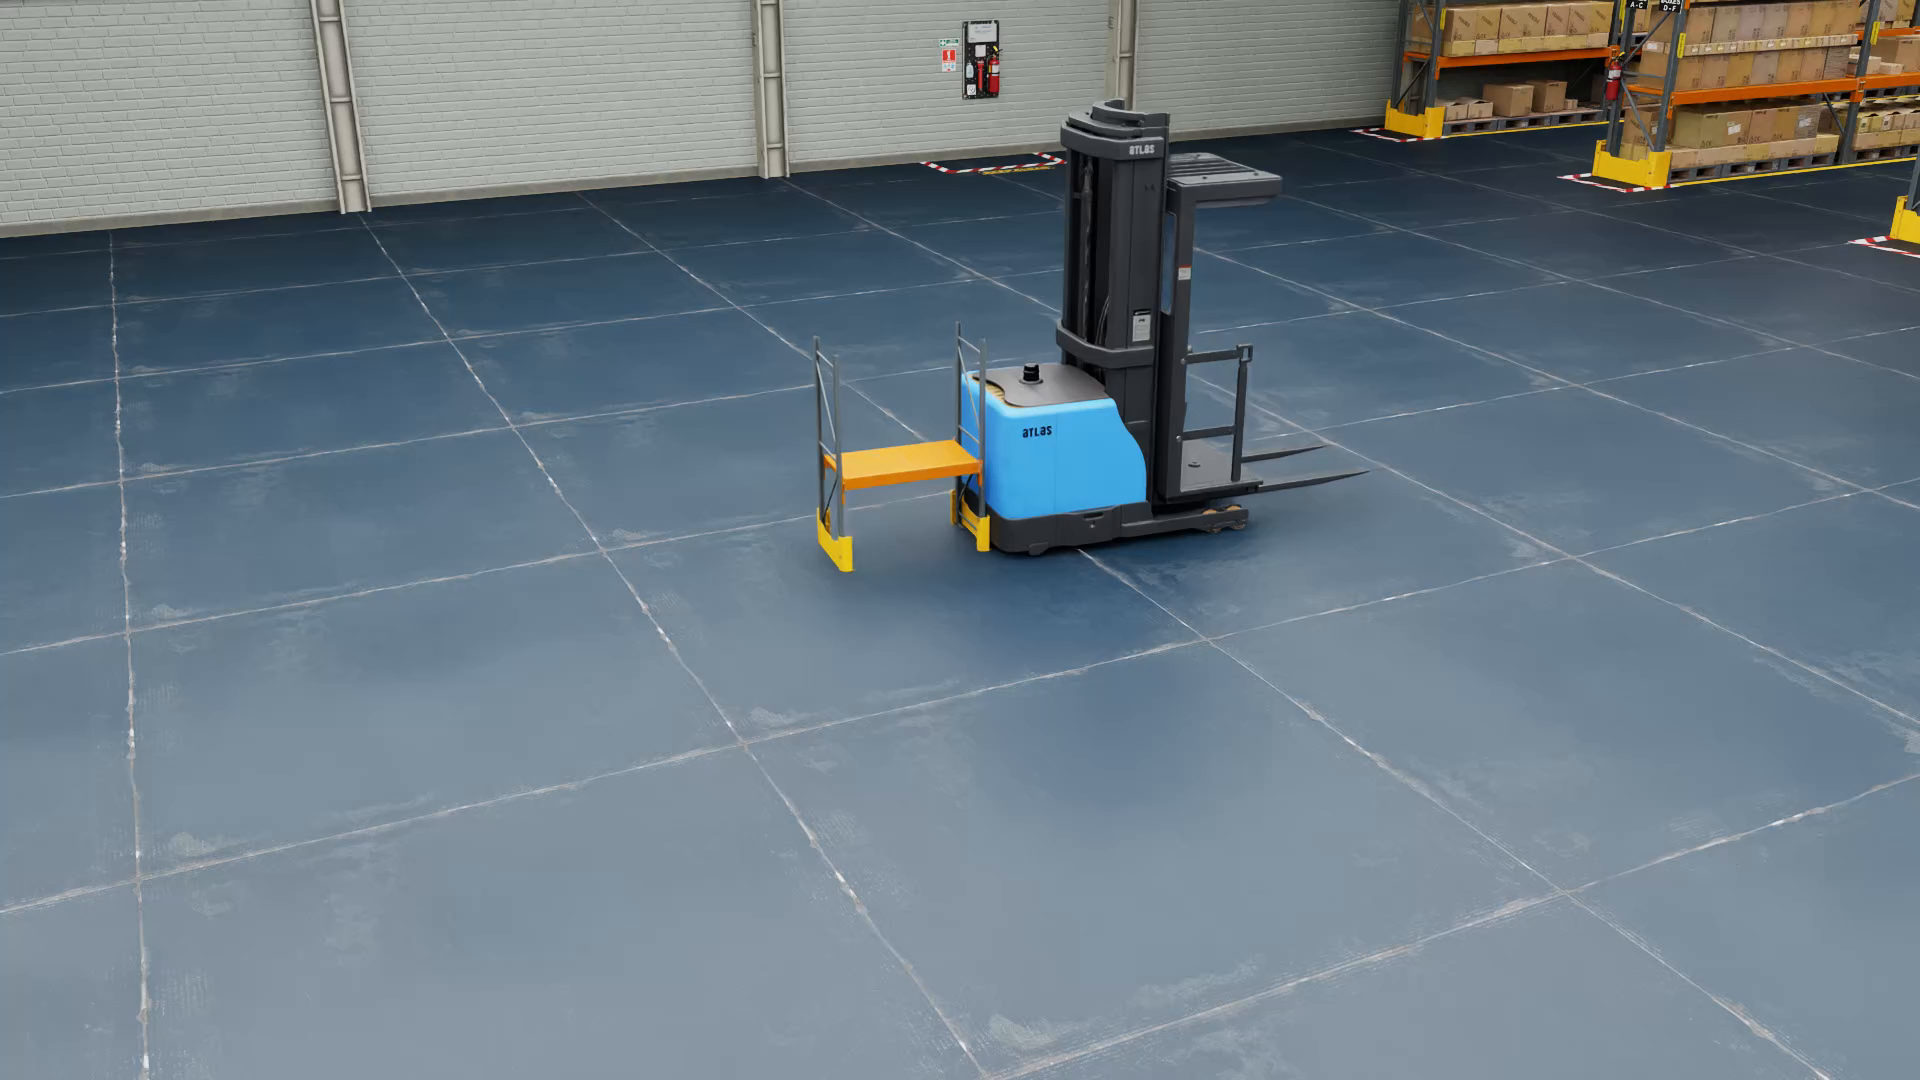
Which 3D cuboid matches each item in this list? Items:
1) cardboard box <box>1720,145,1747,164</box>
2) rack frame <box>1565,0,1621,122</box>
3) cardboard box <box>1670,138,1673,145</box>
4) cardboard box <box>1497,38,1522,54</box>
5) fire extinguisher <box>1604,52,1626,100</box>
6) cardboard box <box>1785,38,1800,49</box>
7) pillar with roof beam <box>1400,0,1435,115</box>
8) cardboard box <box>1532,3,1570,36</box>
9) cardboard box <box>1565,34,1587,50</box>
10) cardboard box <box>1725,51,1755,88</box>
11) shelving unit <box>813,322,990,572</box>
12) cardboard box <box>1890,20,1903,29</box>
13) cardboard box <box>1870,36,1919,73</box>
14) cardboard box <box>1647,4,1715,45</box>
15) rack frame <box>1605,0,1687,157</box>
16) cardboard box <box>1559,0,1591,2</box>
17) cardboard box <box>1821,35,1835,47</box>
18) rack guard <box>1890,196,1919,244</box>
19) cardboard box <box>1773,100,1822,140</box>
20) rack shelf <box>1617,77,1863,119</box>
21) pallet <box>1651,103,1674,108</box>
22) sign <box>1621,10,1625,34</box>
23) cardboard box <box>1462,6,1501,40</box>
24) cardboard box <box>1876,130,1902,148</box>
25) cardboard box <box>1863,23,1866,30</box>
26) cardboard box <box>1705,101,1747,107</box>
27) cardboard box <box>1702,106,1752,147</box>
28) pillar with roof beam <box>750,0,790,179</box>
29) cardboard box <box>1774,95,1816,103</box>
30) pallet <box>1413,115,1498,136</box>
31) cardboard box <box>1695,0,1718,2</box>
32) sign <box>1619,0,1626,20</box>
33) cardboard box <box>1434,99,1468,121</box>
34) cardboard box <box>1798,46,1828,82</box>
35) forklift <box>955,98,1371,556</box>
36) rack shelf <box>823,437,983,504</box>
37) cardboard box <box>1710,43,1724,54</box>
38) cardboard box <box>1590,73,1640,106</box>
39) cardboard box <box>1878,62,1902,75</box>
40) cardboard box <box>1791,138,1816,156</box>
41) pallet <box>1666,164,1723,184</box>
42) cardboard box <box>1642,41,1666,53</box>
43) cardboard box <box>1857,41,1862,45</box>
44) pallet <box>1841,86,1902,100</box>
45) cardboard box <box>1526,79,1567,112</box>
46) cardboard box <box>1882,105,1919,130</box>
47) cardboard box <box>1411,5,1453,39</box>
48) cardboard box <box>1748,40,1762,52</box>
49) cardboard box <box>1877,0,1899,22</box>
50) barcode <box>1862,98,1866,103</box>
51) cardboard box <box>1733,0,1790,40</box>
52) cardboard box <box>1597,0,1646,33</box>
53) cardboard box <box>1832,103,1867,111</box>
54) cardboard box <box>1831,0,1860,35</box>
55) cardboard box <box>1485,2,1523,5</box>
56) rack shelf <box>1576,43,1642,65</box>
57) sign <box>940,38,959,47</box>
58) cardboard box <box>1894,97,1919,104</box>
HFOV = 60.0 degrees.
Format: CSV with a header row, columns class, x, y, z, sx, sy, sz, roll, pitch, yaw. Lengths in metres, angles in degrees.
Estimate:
class,x,y,z,sx,sy,sz,roll,pitch,yaw
cardboard box,11.397,-5.819,24.931,0.500,0.250,0.500,-10,25,-24
rack frame,11.370,-9.086,29.778,0.127,3.000,1.000,-10,25,-24
cardboard box,10.718,-5.917,25.169,0.500,0.250,0.500,-10,25,-24
cardboard box,9.266,-8.507,28.550,0.500,0.250,0.500,-11,25,-24
fire extinguisher,9.609,-6.821,24.407,0.183,0.674,0.296,-10,25,-24
cardboard box,12.225,-7.396,24.717,0.250,0.149,0.380,-10,24,-22
pillar with roof beam,9.888,-10.125,24.444,0.400,9.000,9.100,-10,25,-24
cardboard box,10.172,-9.023,28.815,0.500,0.500,0.500,-11,25,-25
cardboard box,10.622,-8.763,29.168,0.500,0.250,0.500,-10,25,-23
cardboard box,11.264,-7.004,24.618,0.500,0.500,0.700,-10,25,-23
shelving unit,-0.396,-0.650,11.360,1.083,1.500,0.587,-8,24,-19
cardboard box,18.179,-10.102,32.536,0.250,0.149,0.380,-10,24,-23
cardboard box,14.695,-7.635,26.141,0.500,0.500,0.500,-9,24,-20
cardboard box,10.391,-7.443,23.983,0.500,0.500,0.700,-10,25,-23
rack frame,9.917,-6.716,24.052,0.127,3.000,1.000,-10,25,-24
cardboard box,10.856,-9.366,29.645,0.500,0.500,0.500,-11,25,-25
cardboard box,12.911,-7.522,25.020,0.250,0.149,0.380,-11,25,-25
rack guard,12.110,-3.882,20.475,0.348,0.500,1.175,-10,25,-24
cardboard box,12.743,-6.418,25.399,0.500,0.500,0.500,-10,25,-24
rack shelf,11.719,-6.715,24.991,4.000,0.370,1.077,-10,25,-24
pallet,13.171,-8.131,31.117,1.213,0.211,1.003,-10,25,-24
sign,9.694,-7.550,24.243,0.005,0.325,0.100,-10,25,-24
cardboard box,8.776,-8.763,28.187,0.500,0.500,0.500,-10,25,-23
cardboard box,14.454,-6.369,26.260,0.500,0.250,0.500,-10,24,-22
cardboard box,17.465,-9.993,32.272,0.250,0.149,0.380,-10,25,-24
cardboard box,11.617,-6.431,25.429,0.500,0.500,0.500,-10,25,-24
cardboard box,11.392,-6.169,24.797,0.500,0.500,0.500,-10,25,-24
pillar with roof beam,-0.925,-8.134,19.636,0.400,9.000,9.100,-10,25,-24
cardboard box,12.968,-6.680,26.032,0.500,0.500,0.500,-10,25,-24
pallet,8.581,-7.269,29.035,1.213,0.211,1.003,-10,25,-24
cardboard box,13.442,-9.703,30.563,0.500,0.500,0.700,-10,25,-24
sign,11.612,-9.300,29.164,0.005,0.325,0.100,-10,25,-24
cardboard box,8.428,-7.467,28.808,0.500,0.311,0.500,-14,26,-30
cardboard box,12.652,-7.260,25.236,0.500,0.500,0.700,-11,25,-24
forklift,1.536,-1.582,11.740,3.031,2.935,1.130,-8,24,-19
rack shelf,-0.405,-0.483,11.426,1.000,0.185,0.538,-8,24,-19
cardboard box,10.826,-7.138,24.094,0.250,0.149,0.380,-10,25,-23
cardboard box,12.026,-8.262,30.481,0.500,0.500,0.700,-10,24,-22
cardboard box,14.409,-7.340,25.888,0.250,0.149,0.380,-10,25,-24
cardboard box,12.744,-6.071,25.541,0.500,0.250,0.500,-10,25,-24
pallet,10.588,-5.569,24.927,1.213,0.211,1.003,-10,25,-24
cardboard box,10.179,-7.191,24.221,0.250,0.149,0.380,-11,25,-25
cardboard box,18.049,-9.461,32.946,0.750,0.750,0.750,-10,25,-23
pallet,17.916,-8.971,33.145,1.213,0.211,1.003,-10,25,-24
cardboard box,10.452,-7.948,29.723,0.500,0.500,0.500,-12,26,-28
cardboard box,14.921,-6.712,26.357,0.500,0.311,0.500,-11,25,-25
cardboard box,8.098,-8.860,28.422,0.500,0.500,0.500,-11,25,-24
cardboard box,11.524,-7.267,24.405,0.250,0.149,0.380,-11,25,-24
cardboard box,17.816,-10.354,32.296,0.500,0.500,0.500,-10,25,-23
barcode,13.932,-6.770,25.621,0.075,0.075,0.001,-10,25,-24
cardboard box,11.768,-7.699,24.602,0.500,0.500,0.700,-10,25,-24
cardboard box,11.843,-9.408,29.850,0.500,0.500,0.700,-10,25,-23
cardboard box,14.228,-6.817,26.608,0.500,0.311,0.500,-10,24,-22
cardboard box,13.124,-7.949,25.205,0.500,0.500,0.700,-10,25,-23
cardboard box,9.474,-9.111,29.028,0.500,0.500,0.500,-10,25,-23
rack shelf,13.172,-9.085,30.717,4.000,0.370,1.077,-10,25,-24
sign,-0.164,-7.647,25.563,0.331,0.109,0.001,-10,25,-24
cardboard box,15.596,-7.066,27.211,0.500,0.311,0.500,-11,25,-25
